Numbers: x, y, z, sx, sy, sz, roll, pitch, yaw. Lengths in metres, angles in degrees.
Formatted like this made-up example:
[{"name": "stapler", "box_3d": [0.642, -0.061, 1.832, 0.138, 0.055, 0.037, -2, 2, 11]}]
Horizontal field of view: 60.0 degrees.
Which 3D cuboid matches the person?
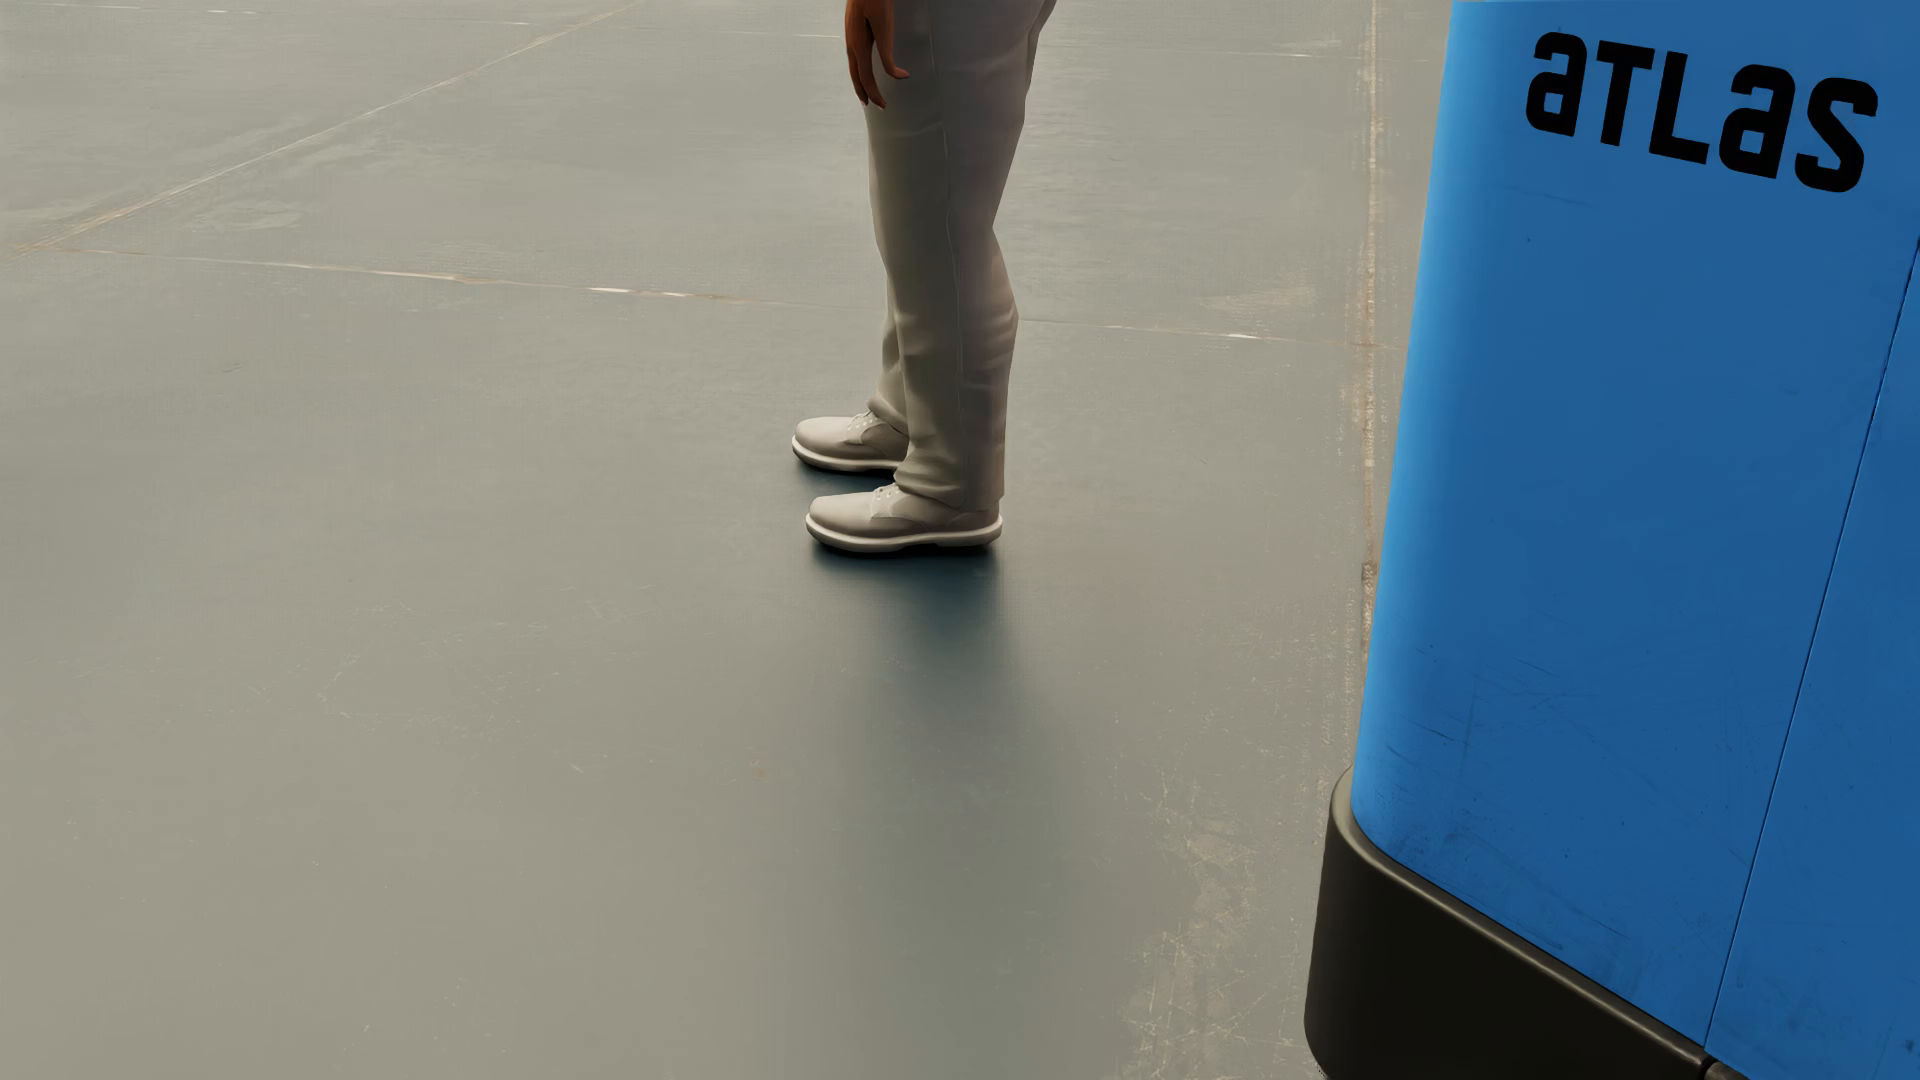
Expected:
[{"name": "person", "box_3d": [-0.069, -0.778, 2.147, 0.530, 1.692, 0.570, 6, 27, 11]}]
